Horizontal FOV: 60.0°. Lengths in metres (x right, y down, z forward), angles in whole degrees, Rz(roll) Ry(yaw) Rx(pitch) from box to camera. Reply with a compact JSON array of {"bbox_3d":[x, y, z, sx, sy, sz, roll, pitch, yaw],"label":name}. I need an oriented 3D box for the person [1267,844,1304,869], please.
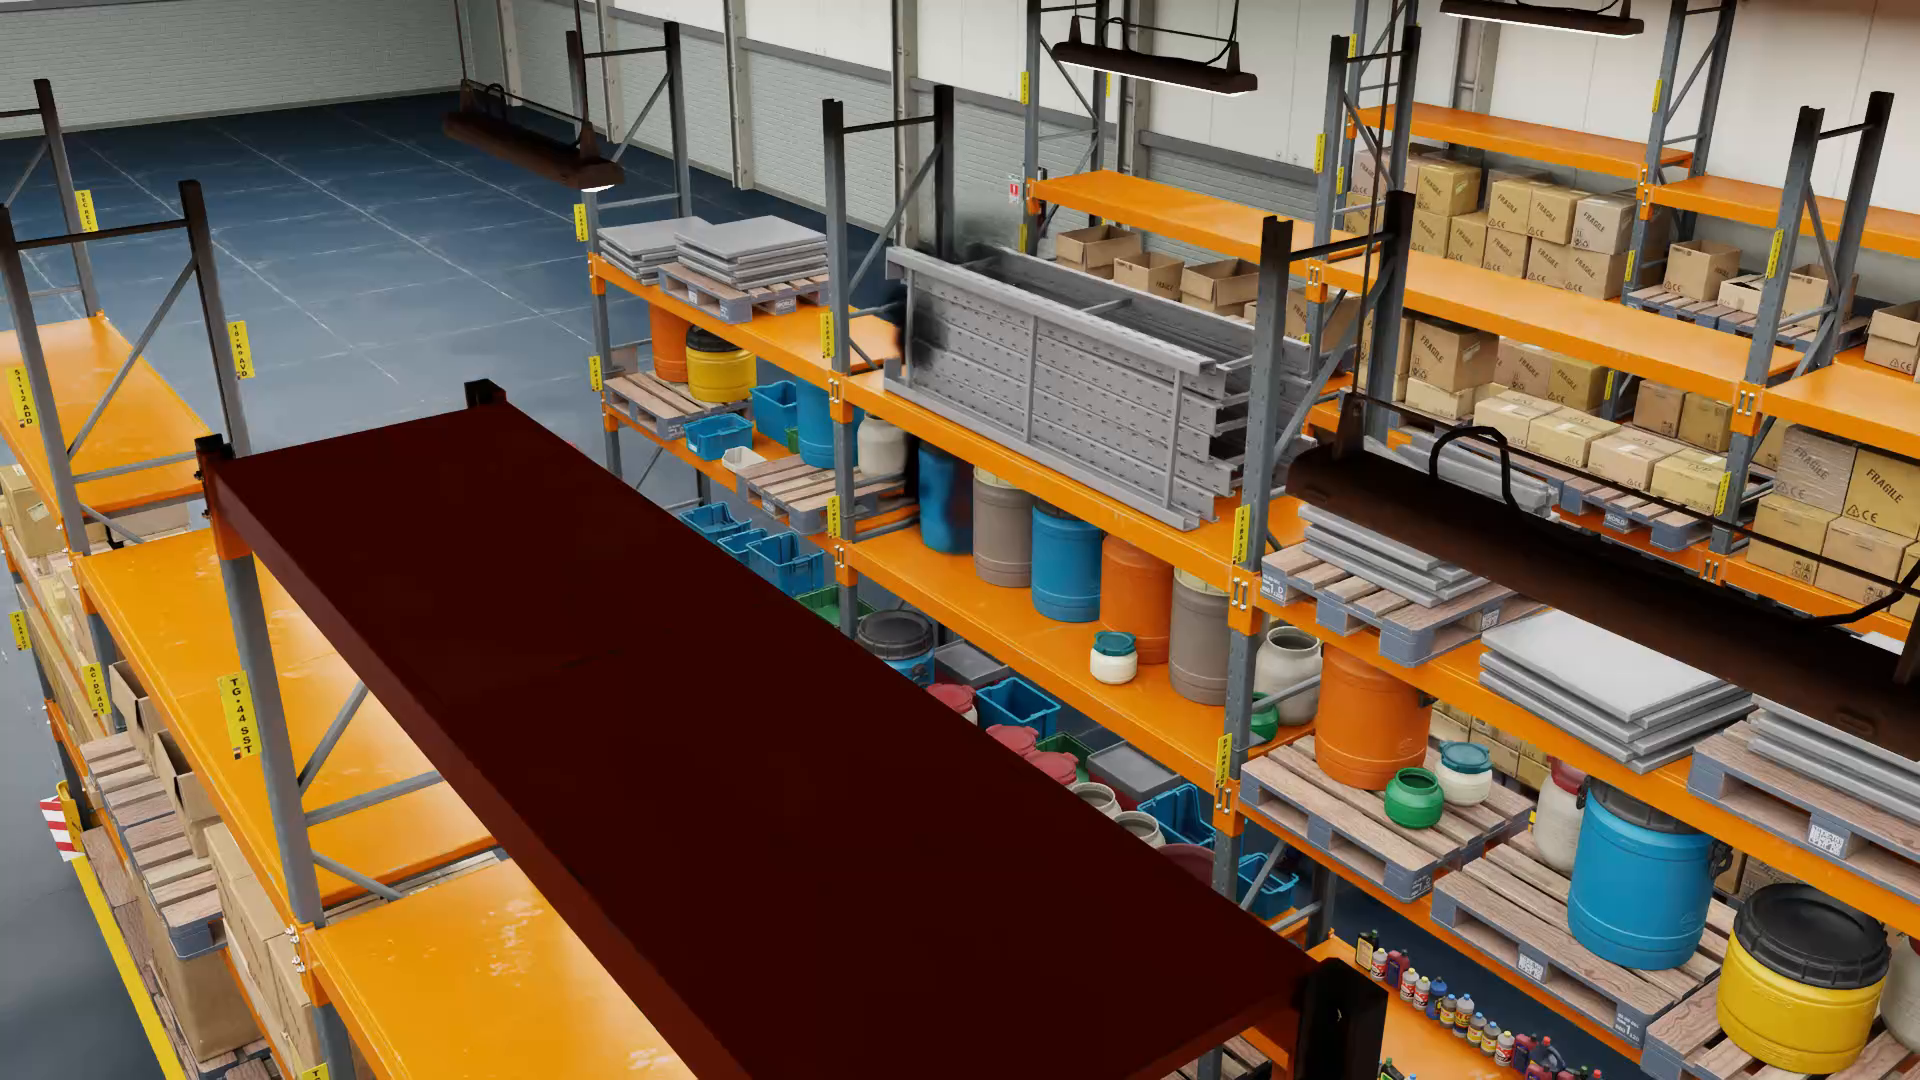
[{"bbox_3d":[2.863,1.925,12.833,0.924,1.648,0.606,20,31,36],"label":"person"}]
